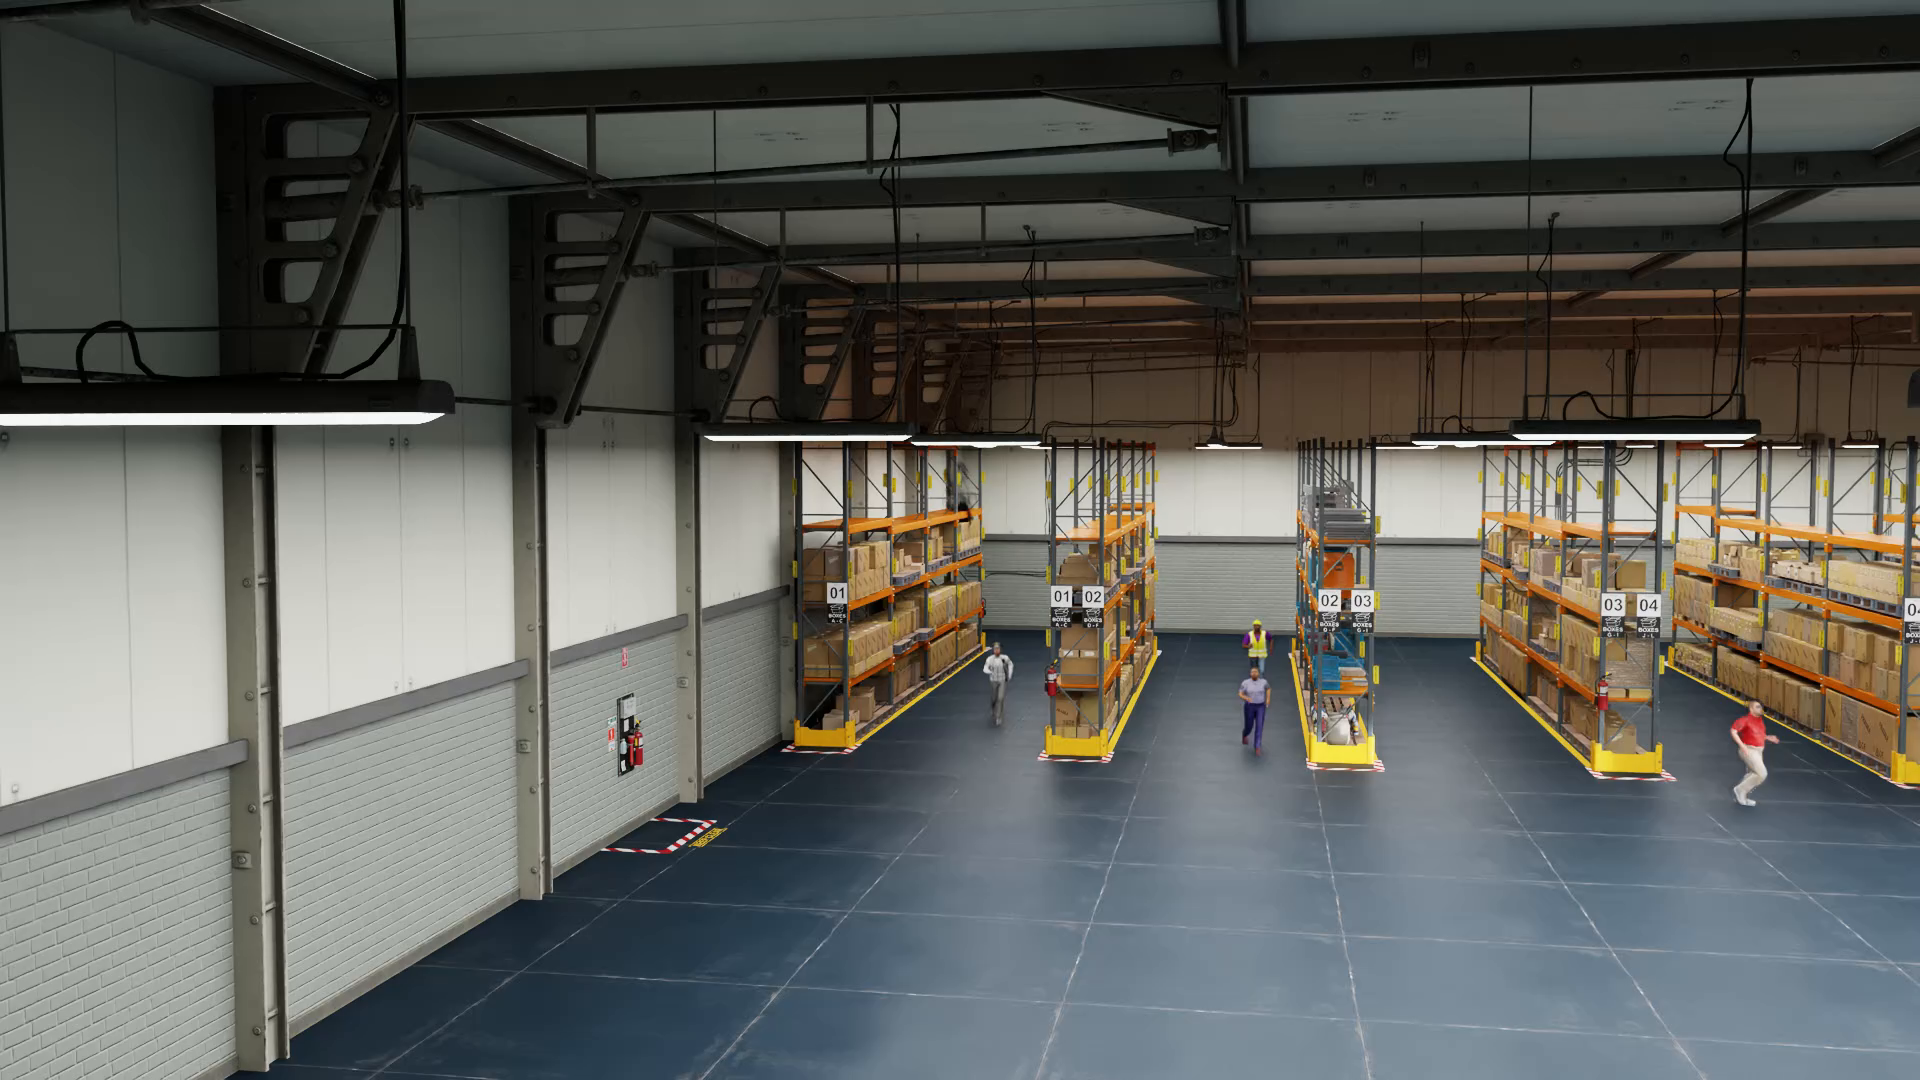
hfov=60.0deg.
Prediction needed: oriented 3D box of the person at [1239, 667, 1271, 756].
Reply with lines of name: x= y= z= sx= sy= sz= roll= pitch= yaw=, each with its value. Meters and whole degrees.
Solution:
person: x=5.628 y=3.233 z=31.731 sx=0.614 sy=1.655 sz=0.915 roll=0 pitch=3 yaw=7

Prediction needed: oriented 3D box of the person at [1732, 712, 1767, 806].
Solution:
person: x=12.832 y=3.543 z=26.907 sx=0.620 sy=1.510 sz=0.539 roll=-3 pitch=4 yaw=-41

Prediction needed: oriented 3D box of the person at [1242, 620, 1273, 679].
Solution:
person: x=7.007 y=2.767 z=39.127 sx=0.711 sy=1.800 sz=0.957 roll=1 pitch=3 yaw=11

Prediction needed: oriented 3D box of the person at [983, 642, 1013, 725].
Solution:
person: x=0.812 y=3.010 z=35.254 sx=0.622 sy=1.717 sz=0.900 roll=0 pitch=3 yaw=4
